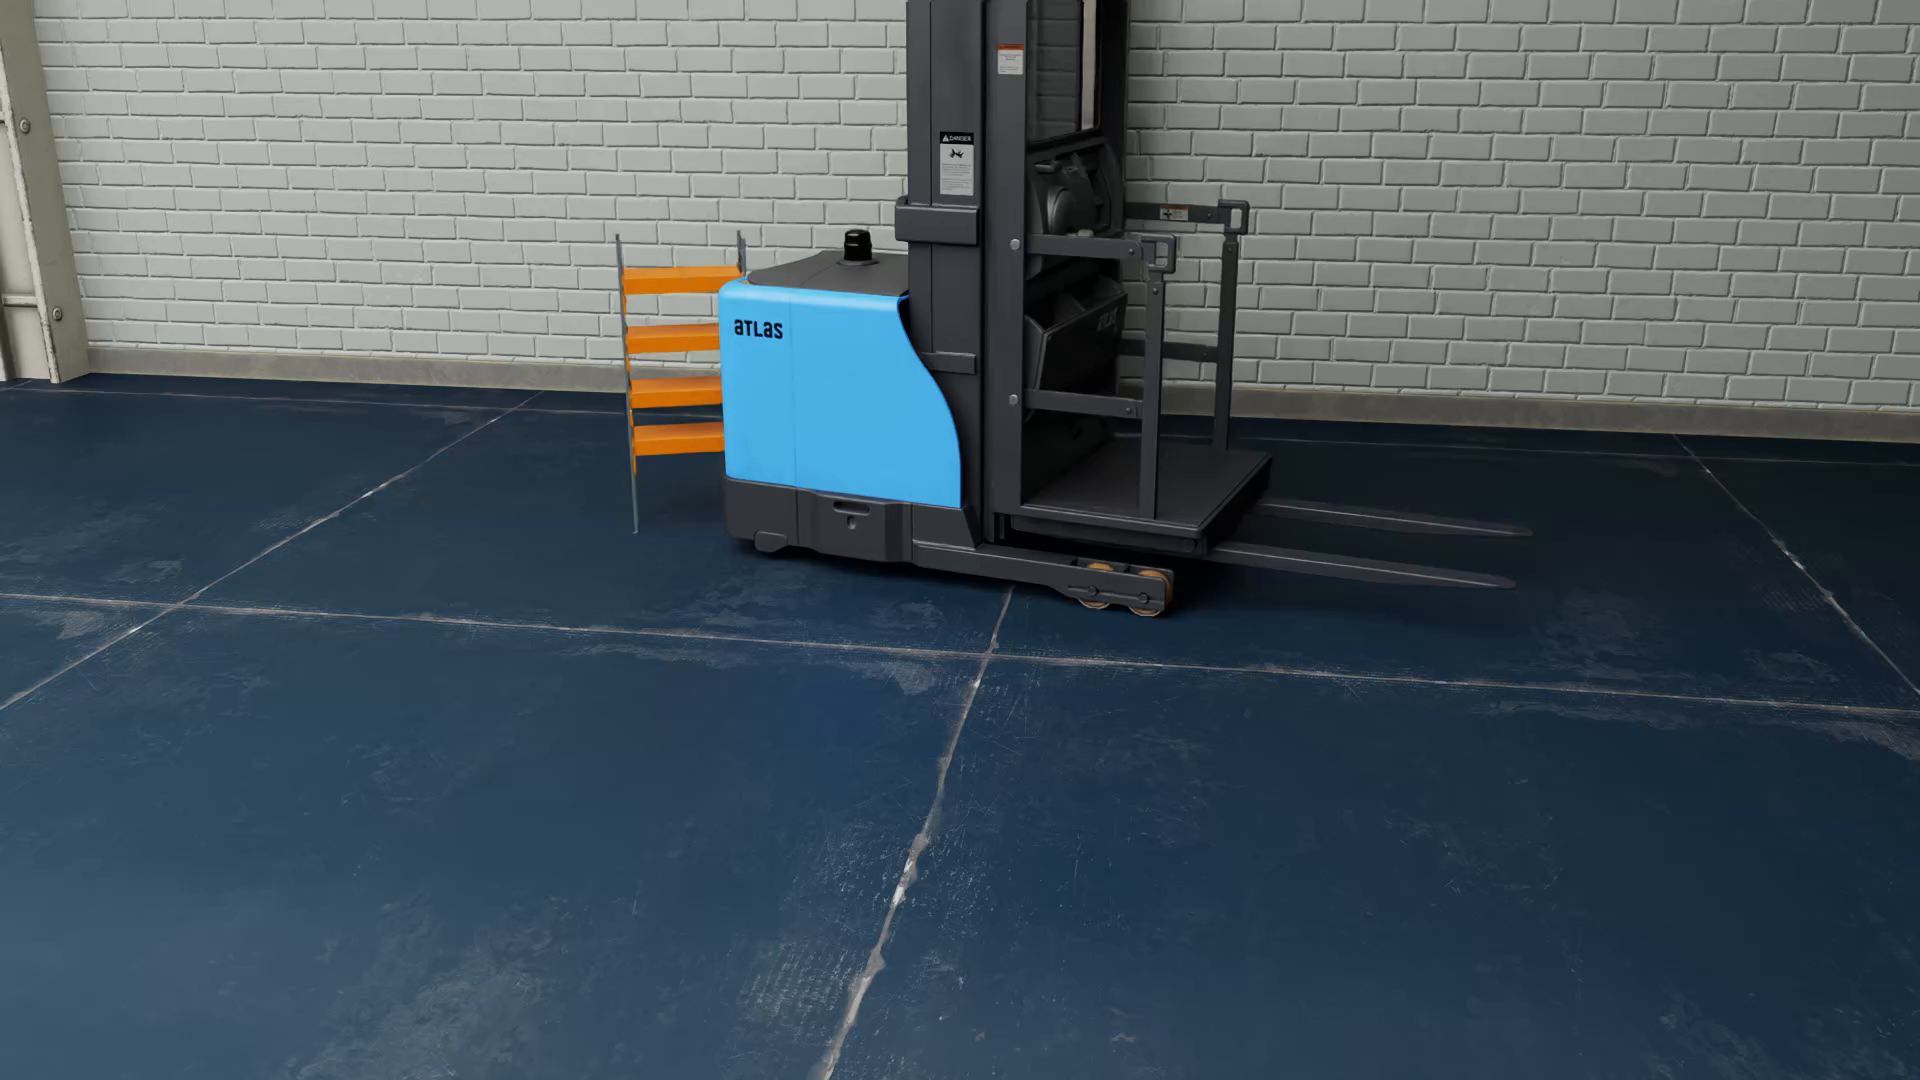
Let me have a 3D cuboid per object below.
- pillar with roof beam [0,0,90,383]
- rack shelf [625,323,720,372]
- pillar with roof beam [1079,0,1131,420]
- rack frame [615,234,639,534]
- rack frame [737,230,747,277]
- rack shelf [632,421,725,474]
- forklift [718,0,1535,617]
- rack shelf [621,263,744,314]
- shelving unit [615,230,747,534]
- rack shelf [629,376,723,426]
[{"bbox_3d":[-5.986,-3.871,4.189,0.400,9.000,9.100,3,19,9],"label":"pillar with roof beam"},{"bbox_3d":[-1.122,-0.796,6.799,0.480,0.148,0.258,-4,19,-11],"label":"rack shelf"},{"bbox_3d":[-0.062,-3.569,3.287,0.400,9.000,9.100,3,19,9],"label":"pillar with roof beam"},{"bbox_3d":[-1.361,-0.632,6.801,0.015,1.200,0.240,-4,19,-11],"label":"rack frame"},{"bbox_3d":[-0.884,-0.664,6.896,0.015,1.200,0.240,-4,19,-11],"label":"rack frame"},{"bbox_3d":[-1.122,-0.396,6.933,0.480,0.148,0.258,-4,19,-11],"label":"rack shelf"},{"bbox_3d":[0.619,-1.304,6.081,3.031,2.935,1.130,8,20,22],"label":"forklift"},{"bbox_3d":[-1.122,-1.020,6.724,0.480,0.148,0.258,-4,19,-11],"label":"rack shelf"},{"bbox_3d":[-1.122,-0.648,6.848,0.503,1.200,0.258,-4,19,-11],"label":"shelving unit"},{"bbox_3d":[-1.122,-0.584,6.870,0.480,0.148,0.258,-4,19,-11],"label":"rack shelf"}]
